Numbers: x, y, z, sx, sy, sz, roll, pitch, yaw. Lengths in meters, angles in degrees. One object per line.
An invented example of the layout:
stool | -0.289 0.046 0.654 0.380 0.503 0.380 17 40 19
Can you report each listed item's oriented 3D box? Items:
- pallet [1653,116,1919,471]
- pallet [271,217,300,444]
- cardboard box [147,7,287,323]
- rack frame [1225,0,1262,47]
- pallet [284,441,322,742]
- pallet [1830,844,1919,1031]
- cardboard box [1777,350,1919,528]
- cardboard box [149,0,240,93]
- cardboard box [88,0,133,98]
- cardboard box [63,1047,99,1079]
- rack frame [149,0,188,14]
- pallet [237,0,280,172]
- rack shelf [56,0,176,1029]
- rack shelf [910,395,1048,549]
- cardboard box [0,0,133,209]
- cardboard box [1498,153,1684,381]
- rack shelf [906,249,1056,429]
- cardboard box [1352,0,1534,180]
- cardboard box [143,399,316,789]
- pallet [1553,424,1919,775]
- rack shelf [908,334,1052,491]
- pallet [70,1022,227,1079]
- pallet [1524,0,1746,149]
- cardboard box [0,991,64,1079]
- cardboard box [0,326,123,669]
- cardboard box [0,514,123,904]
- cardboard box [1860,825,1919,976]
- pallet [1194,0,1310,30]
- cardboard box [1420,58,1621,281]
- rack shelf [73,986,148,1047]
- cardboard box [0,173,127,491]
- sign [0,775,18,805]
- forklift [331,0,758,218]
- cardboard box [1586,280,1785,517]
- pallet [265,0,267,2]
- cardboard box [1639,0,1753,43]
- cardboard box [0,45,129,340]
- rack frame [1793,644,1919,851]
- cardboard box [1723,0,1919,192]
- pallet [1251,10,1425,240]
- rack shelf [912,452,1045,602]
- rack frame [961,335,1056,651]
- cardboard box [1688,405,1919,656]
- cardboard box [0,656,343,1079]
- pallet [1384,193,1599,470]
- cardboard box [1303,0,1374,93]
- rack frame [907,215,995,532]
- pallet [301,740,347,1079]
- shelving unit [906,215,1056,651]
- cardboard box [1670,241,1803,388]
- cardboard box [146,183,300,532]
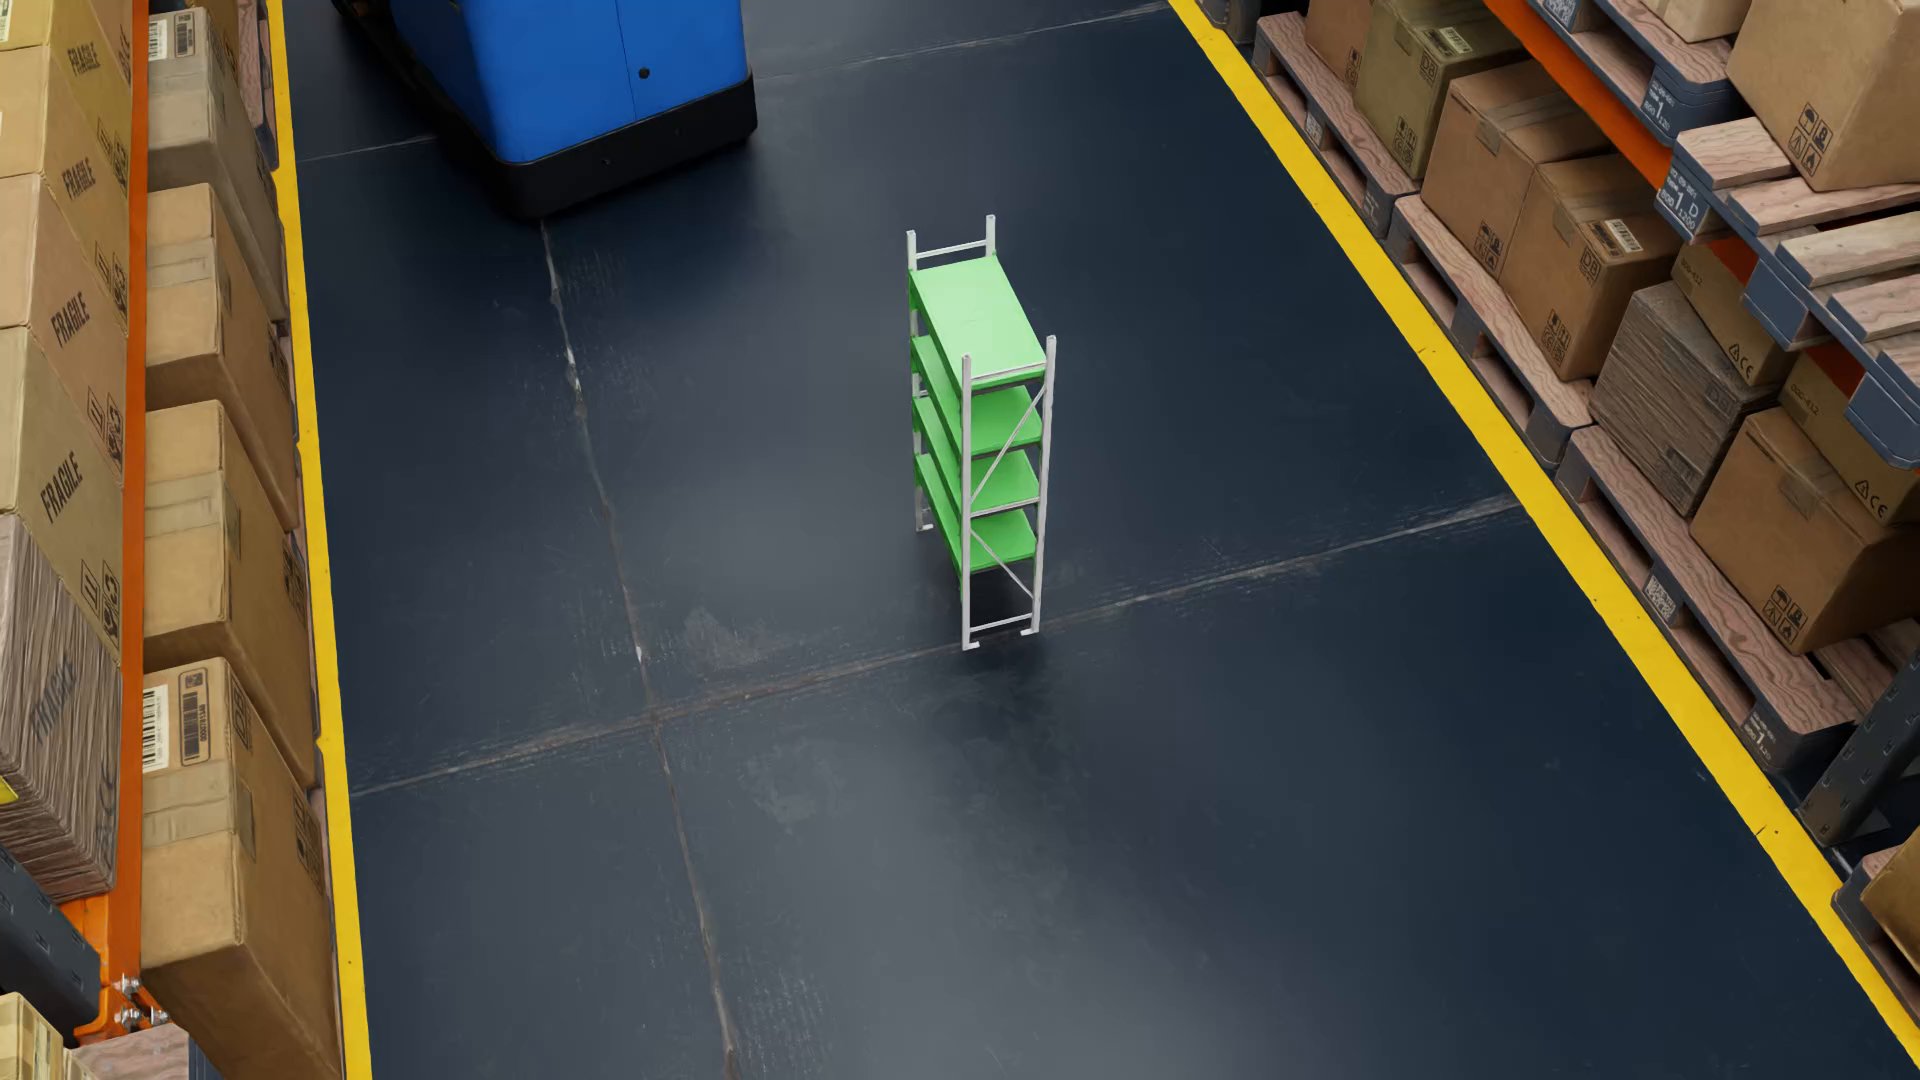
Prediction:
pallet | 2.494 -0.714 4.015 1.213 0.211 1.003 -13 51 -11
pallet | -2.845 -0.708 5.708 1.003 0.211 1.213 -13 51 -11
cardboard box | -2.875 -1.130 5.438 1.050 0.750 0.750 -14 51 -11
rack frame | 1.623 -3.201 5.986 1.000 3.000 0.127 -13 51 -11
pallet | -2.480 0.185 4.956 1.003 0.211 1.213 -13 51 -11
pallet | 2.967 1.213 4.090 1.003 0.211 1.213 -13 51 -11
cardboard box | 2.579 -0.339 4.431 0.500 0.250 0.500 -11 51 -9
cardboard box | -3.264 -2.079 6.155 0.875 0.875 0.875 -13 51 -10
cardboard box | -2.586 -1.495 4.483 0.500 0.500 0.500 -14 51 -11
cardboard box | -1.381 0.876 2.245 0.380 0.149 0.250 -12 51 -10
rack frame | -3.145 -2.153 5.103 1.000 3.000 0.127 -13 51 -11
pallet | -3.295 -1.827 6.652 1.003 0.211 1.213 -13 51 -11
rack shelf | -2.553 -0.460 4.147 1.077 0.370 4.000 -13 51 -11
rack shelf | 0.049 -0.225 4.738 0.258 0.148 0.480 -13 51 -11
cardboard box | -2.436 -1.126 4.172 0.500 0.500 0.500 -13 51 -11
cardboard box | 2.238 -0.915 5.406 0.700 0.500 0.500 -9 51 -8
rack shelf | 0.049 -0.534 4.371 0.258 0.148 0.480 -13 51 -11
cardboard box | 1.907 -1.731 6.094 0.700 0.500 0.500 -14 51 -11
cardboard box | -2.318 0.255 4.270 1.050 0.750 0.750 -13 51 -10
pallet | 2.576 0.049 5.071 1.003 0.211 1.213 -13 51 -11
rack shelf | 0.049 -0.379 4.555 0.258 0.148 0.480 -13 51 -11
pallet | -1.649 1.327 2.295 1.213 0.211 1.003 -13 51 -11
pallet | 2.182 -1.654 4.808 1.003 0.211 1.213 -13 51 -11
cardboard box | -1.379 0.777 2.134 0.380 0.149 0.250 -15 52 -12
cardboard box | -1.990 -0.023 3.242 0.500 0.500 0.500 -14 51 -11
cardboard box | -1.837 0.347 2.930 0.500 0.500 0.500 -13 51 -11
cardboard box | 2.990 0.779 3.746 1.225 0.875 0.875 -15 52 -13
pallet | 1.391 -2.784 7.459 1.003 0.211 1.213 -13 51 -11
cardboard box | 2.073 -1.322 5.750 0.700 0.500 0.500 -17 52 -14
rack shelf | -1.370 2.461 1.684 1.077 0.370 4.000 -13 51 -11
cardboard box | -2.139 -0.392 3.553 0.500 0.500 0.500 -13 51 -11
sign | -1.446 0.291 2.337 0.100 0.325 0.005 -13 51 -11
forklift | -2.037 -3.242 6.066 1.130 2.935 3.031 -27 55 -21
cardboard box | 2.413 -0.502 5.059 0.700 0.500 0.500 -17 52 -14
pallet | -3.659 -2.720 7.405 1.003 0.211 1.213 -13 51 -11
cardboard box | 2.055 -1.528 4.389 0.396 0.266 0.258 -15 51 -12
cardboard box | -2.284 -0.756 3.860 0.500 0.500 0.500 -14 51 -11
rack frame | 2.806 -0.279 3.523 1.000 3.000 0.127 -13 51 -11
cardboard box | 2.348 -1.217 3.974 0.700 0.500 0.500 -7 50 -6
pallet | 1.855 -1.733 6.573 1.003 0.211 1.213 -13 51 -11
rack shelf | 0.049 -0.070 4.922 0.258 0.148 0.480 -13 51 -11
rack frame | 0.121 -0.088 4.539 0.240 1.200 0.015 -13 51 -11
cardboard box | 2.589 -0.100 4.720 0.700 0.500 0.500 -16 52 -13
cardboard box | -2.056 0.893 3.732 1.050 0.750 0.750 -14 51 -11
pallet | 2.219 -0.841 5.821 1.003 0.211 1.213 -13 51 -11
cardboard box | 1.784 -2.083 6.392 0.700 0.500 0.500 -17 52 -14
rack frame | -0.023 -0.444 4.840 0.240 1.200 0.015 -13 51 -11
pallet | -2.123 1.074 4.206 1.003 0.211 1.213 -13 51 -11
shelving unit | 0.049 -0.266 4.689 0.258 1.200 0.503 -13 51 -11
cardboard box | 2.413 -0.725 4.756 0.500 0.250 0.500 -8 50 -7
cardboard box | -2.594 -0.425 4.843 1.050 0.750 0.750 -13 51 -11
